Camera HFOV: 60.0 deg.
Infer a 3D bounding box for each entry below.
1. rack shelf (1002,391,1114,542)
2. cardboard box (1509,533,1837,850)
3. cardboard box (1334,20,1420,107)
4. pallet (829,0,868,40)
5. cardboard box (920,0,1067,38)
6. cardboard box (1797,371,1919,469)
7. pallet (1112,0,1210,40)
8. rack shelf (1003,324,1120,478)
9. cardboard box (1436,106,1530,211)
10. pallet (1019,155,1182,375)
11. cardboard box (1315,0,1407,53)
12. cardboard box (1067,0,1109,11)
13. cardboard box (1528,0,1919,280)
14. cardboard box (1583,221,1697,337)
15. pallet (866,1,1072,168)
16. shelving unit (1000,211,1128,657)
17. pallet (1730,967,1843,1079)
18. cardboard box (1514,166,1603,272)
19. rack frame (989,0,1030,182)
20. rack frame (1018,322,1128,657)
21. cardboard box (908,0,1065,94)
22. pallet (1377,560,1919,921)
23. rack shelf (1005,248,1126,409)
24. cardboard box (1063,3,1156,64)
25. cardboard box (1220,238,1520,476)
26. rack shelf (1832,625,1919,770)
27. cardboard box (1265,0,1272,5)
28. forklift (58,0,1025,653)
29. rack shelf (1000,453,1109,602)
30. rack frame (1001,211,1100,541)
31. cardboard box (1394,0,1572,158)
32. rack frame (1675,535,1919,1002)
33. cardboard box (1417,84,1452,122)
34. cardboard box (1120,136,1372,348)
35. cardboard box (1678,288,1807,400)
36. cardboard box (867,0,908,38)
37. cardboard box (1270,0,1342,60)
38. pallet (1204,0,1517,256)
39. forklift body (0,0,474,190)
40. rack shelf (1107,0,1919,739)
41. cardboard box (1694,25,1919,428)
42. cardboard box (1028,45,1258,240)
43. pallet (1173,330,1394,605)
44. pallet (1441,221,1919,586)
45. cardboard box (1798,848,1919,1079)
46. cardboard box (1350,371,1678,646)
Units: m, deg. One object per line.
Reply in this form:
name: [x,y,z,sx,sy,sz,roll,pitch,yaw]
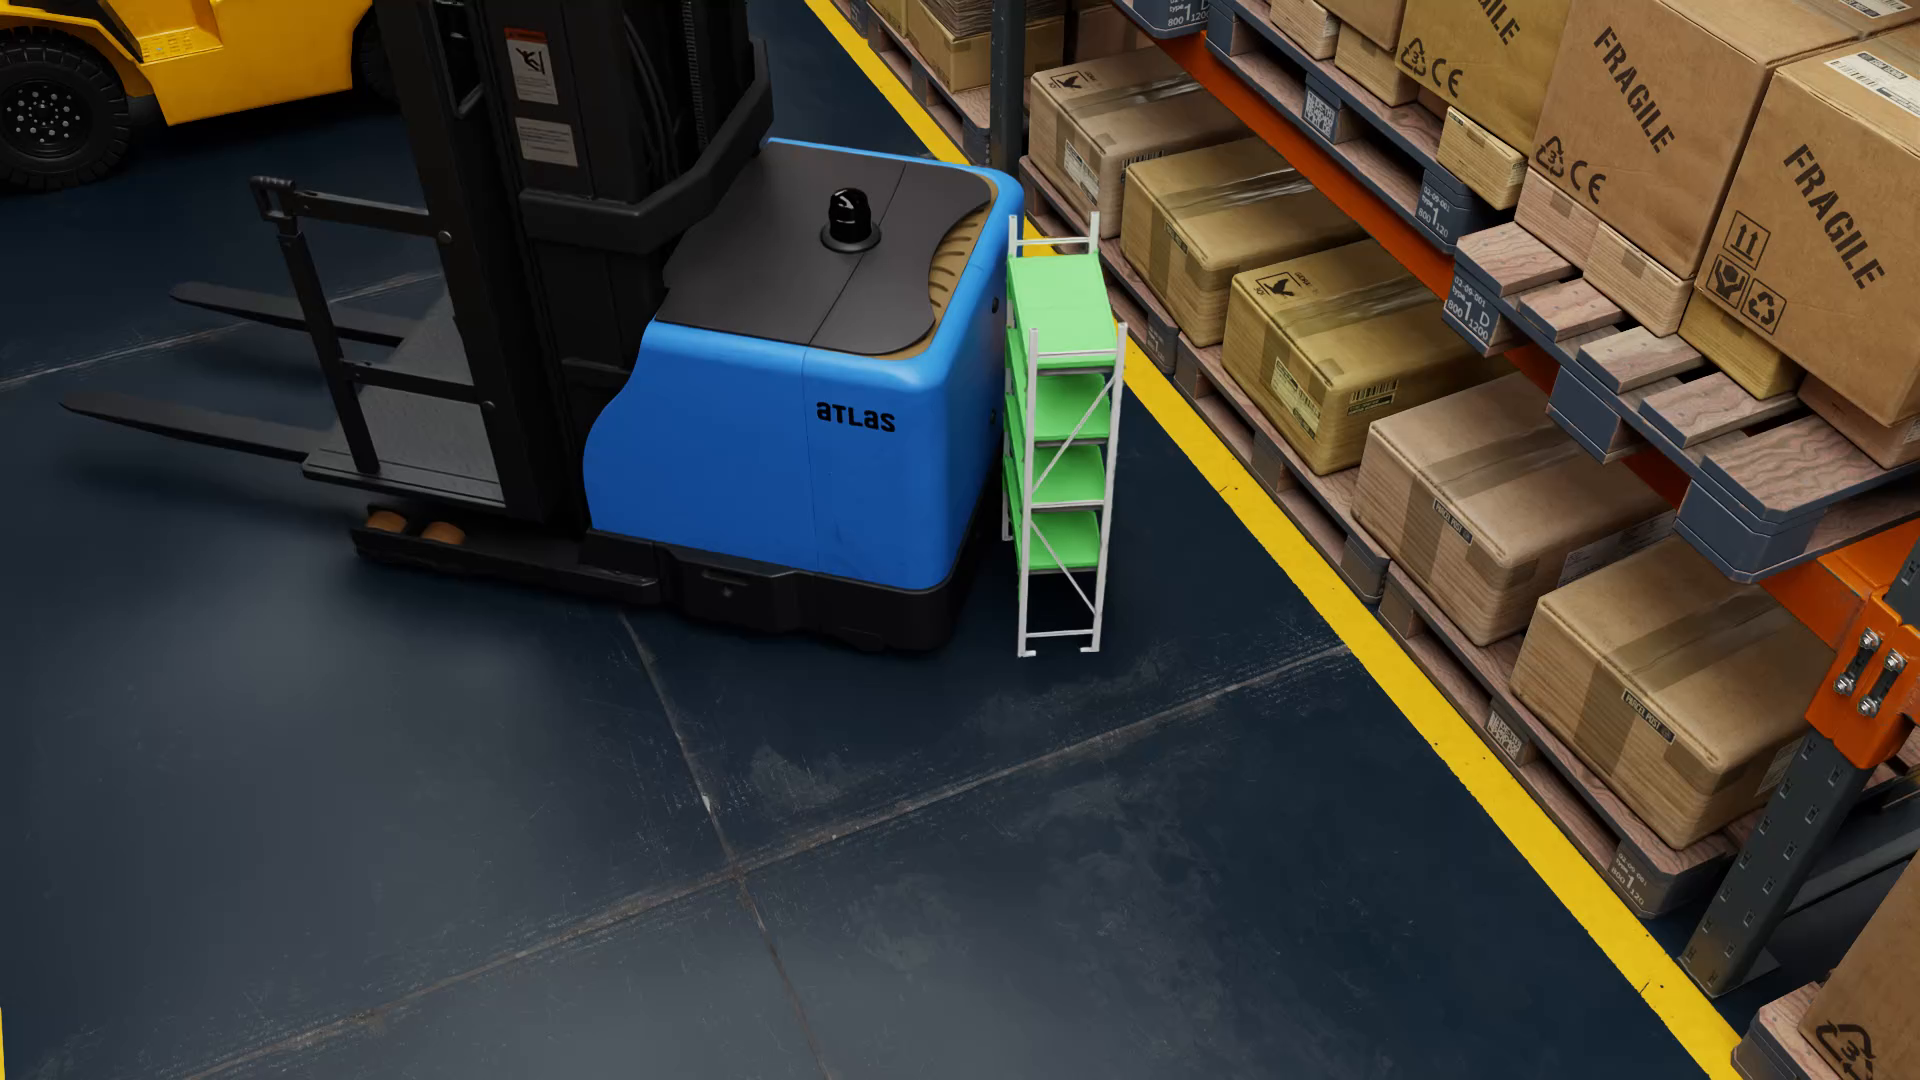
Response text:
rack shelf: [0.271,-0.220,4.710,0.258,0.148,0.480,-3,45,-3]
cardboard box: [2.049,0.306,4.377,0.950,0.372,0.625,-21,48,-20]
cardboard box: [1.202,-1.281,4.292,0.380,0.149,0.250,-19,48,-19]
pallet: [-0.236,-2.870,8.008,1.003,0.211,1.213,-18,47,-17]
cardboard box: [0.103,-2.402,6.673,0.500,0.500,0.500,-19,48,-18]
cardboard box: [1.926,-0.317,3.315,0.380,0.149,0.250,-16,47,-16]
pallet: [0.785,-2.068,5.347,1.003,0.211,1.213,-18,47,-17]
rack shelf: [0.271,-0.391,4.541,0.258,0.148,0.480,-3,45,-3]
cardboard box: [1.374,-0.948,3.955,0.380,0.149,0.250,-17,47,-17]
pallet: [0.924,-1.178,6.294,1.003,0.211,1.213,-18,47,-17]
cardboard box: [1.165,-1.612,4.166,0.500,0.500,0.500,-20,48,-19]
cardboard box: [0.592,-2.560,6.833,0.500,0.500,0.500,-16,47,-16]
cardboard box: [1.606,-0.942,3.487,0.500,0.500,0.500,-19,48,-18]
cardboard box: [1.601,-0.614,3.616,0.380,0.149,0.250,-18,48,-18]
pallet: [0.281,-2.091,7.219,1.003,0.211,1.213,-18,47,-17]
shelving unit: [0.271,-0.266,4.665,0.258,1.200,0.503,-3,45,-3]
pallet: [2.540,1.400,3.681,1.003,0.211,1.213,-18,47,-17]
cardboard box: [1.502,-0.776,3.781,0.380,0.149,0.250,-20,48,-19]
rack frame: [0.595,-2.666,5.817,1.000,3.000,0.127,-18,47,-17]
rack frame: [0.290,-0.095,4.492,0.240,1.200,0.015,-3,45,-3]
cardboard box: [0.103,-2.134,6.936,0.500,0.250,0.500,-16,47,-16]
pallet: [1.950,0.377,4.718,1.003,0.211,1.213,-18,47,-17]
rack shelf: [0.271,-0.562,4.373,0.258,0.148,0.480,-3,45,-3]
cardboard box: [0.592,-2.293,7.097,0.500,0.250,0.500,-20,48,-19]
cardboard box: [1.417,-0.647,5.342,0.950,0.372,0.625,-17,47,-16]
rack shelf: [3.118,1.413,2.194,1.077,0.370,4.000,-18,47,-17]
cardboard box: [0.999,-1.627,4.643,0.380,0.149,0.250,-18,47,-17]
forklift: [-1.375,-1.283,4.464,3.031,2.935,1.130,11,46,11]
rack shelf: [0.271,-0.049,4.879,0.258,0.148,0.480,-3,45,-3]
rack frame: [0.251,-0.437,4.838,0.240,1.200,0.015,-3,45,-3]
cardboard box: [1.393,-1.263,3.813,0.500,0.500,0.500,-21,48,-20]
rack frame: [2.277,-0.117,3.233,1.000,3.000,0.127,-18,47,-17]
cardboard box: [1.383,-1.145,4.155,0.380,0.149,0.250,-18,47,-17]
cardboard box: [1.123,-1.090,5.791,0.950,0.372,0.625,-15,47,-15]
cardboard box: [1.747,-0.466,3.467,0.380,0.149,0.250,-17,47,-17]
cardboard box: [-0.130,-2.471,7.277,0.500,0.250,0.500,-19,48,-18]
cardboard box: [1.064,-1.442,4.456,0.380,0.149,0.250,-16,47,-16]
pallet: [1.408,-1.298,4.567,1.003,0.211,1.213,-18,47,-17]
forklift body: [-3.136,-2.775,6.531,2.313,2.155,1.214,-18,47,-17]
rack shelf: [1.436,-1.136,4.778,1.077,0.370,4.000,-18,47,-17]
cardboard box: [1.834,-0.616,3.157,0.500,0.500,0.500,-19,48,-19]
cardboard box: [0.818,-1.547,6.254,0.950,0.372,0.625,-17,47,-17]
pallet: [1.441,-0.399,5.505,1.003,0.211,1.213,-18,47,-17]
pallet: [1.881,-0.472,3.729,1.213,0.211,1.003,-18,47,-17]
cardboard box: [2.492,0.954,3.361,0.875,0.875,0.875,-18,48,-18]
cardboard box: [1.731,-0.162,4.851,0.950,0.372,0.625,-19,48,-18]
